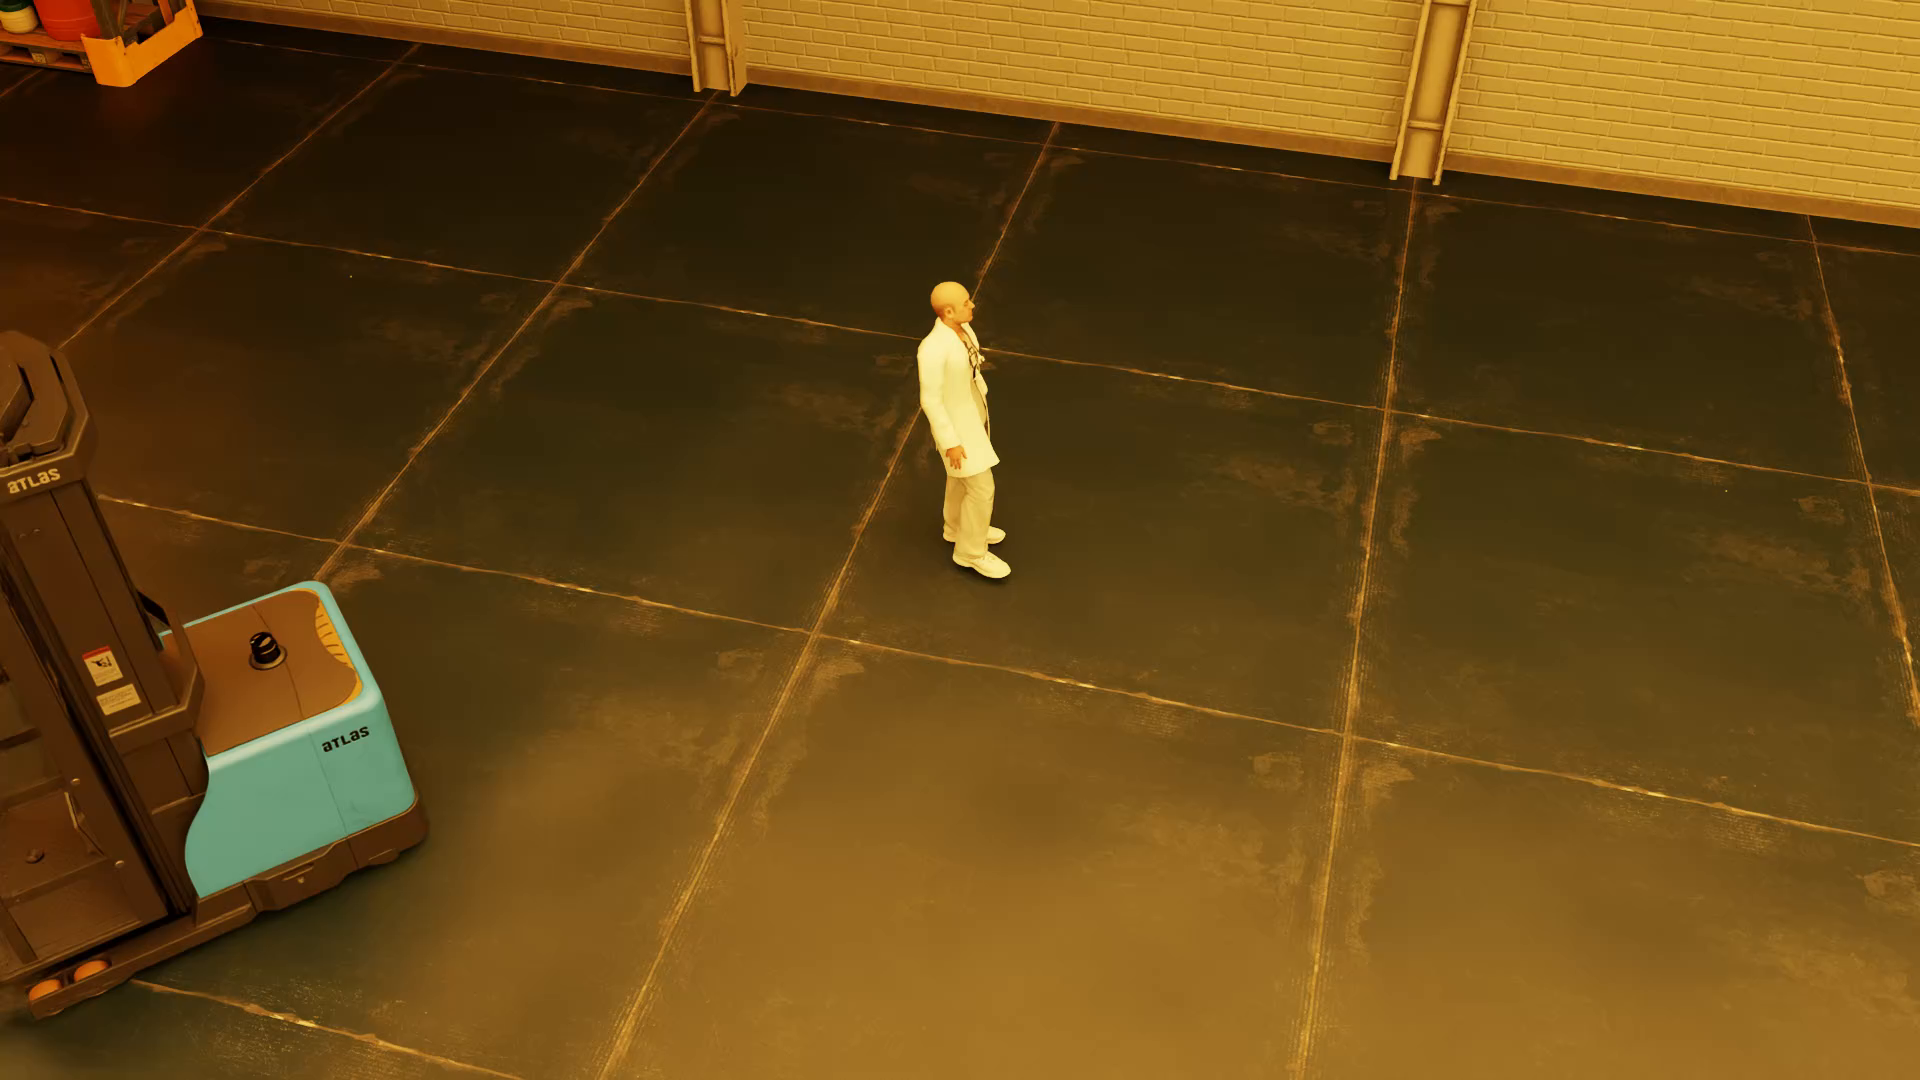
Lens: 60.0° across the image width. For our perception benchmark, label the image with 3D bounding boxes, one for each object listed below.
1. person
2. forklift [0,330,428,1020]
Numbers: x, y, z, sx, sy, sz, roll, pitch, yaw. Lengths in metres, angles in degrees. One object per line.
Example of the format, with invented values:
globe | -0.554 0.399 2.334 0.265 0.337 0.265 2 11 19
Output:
person | 0.088 -0.656 9.473 0.579 1.778 0.698 10 42 11
forklift | -4.182 0.670 7.097 3.031 2.935 1.130 -23 46 -24
